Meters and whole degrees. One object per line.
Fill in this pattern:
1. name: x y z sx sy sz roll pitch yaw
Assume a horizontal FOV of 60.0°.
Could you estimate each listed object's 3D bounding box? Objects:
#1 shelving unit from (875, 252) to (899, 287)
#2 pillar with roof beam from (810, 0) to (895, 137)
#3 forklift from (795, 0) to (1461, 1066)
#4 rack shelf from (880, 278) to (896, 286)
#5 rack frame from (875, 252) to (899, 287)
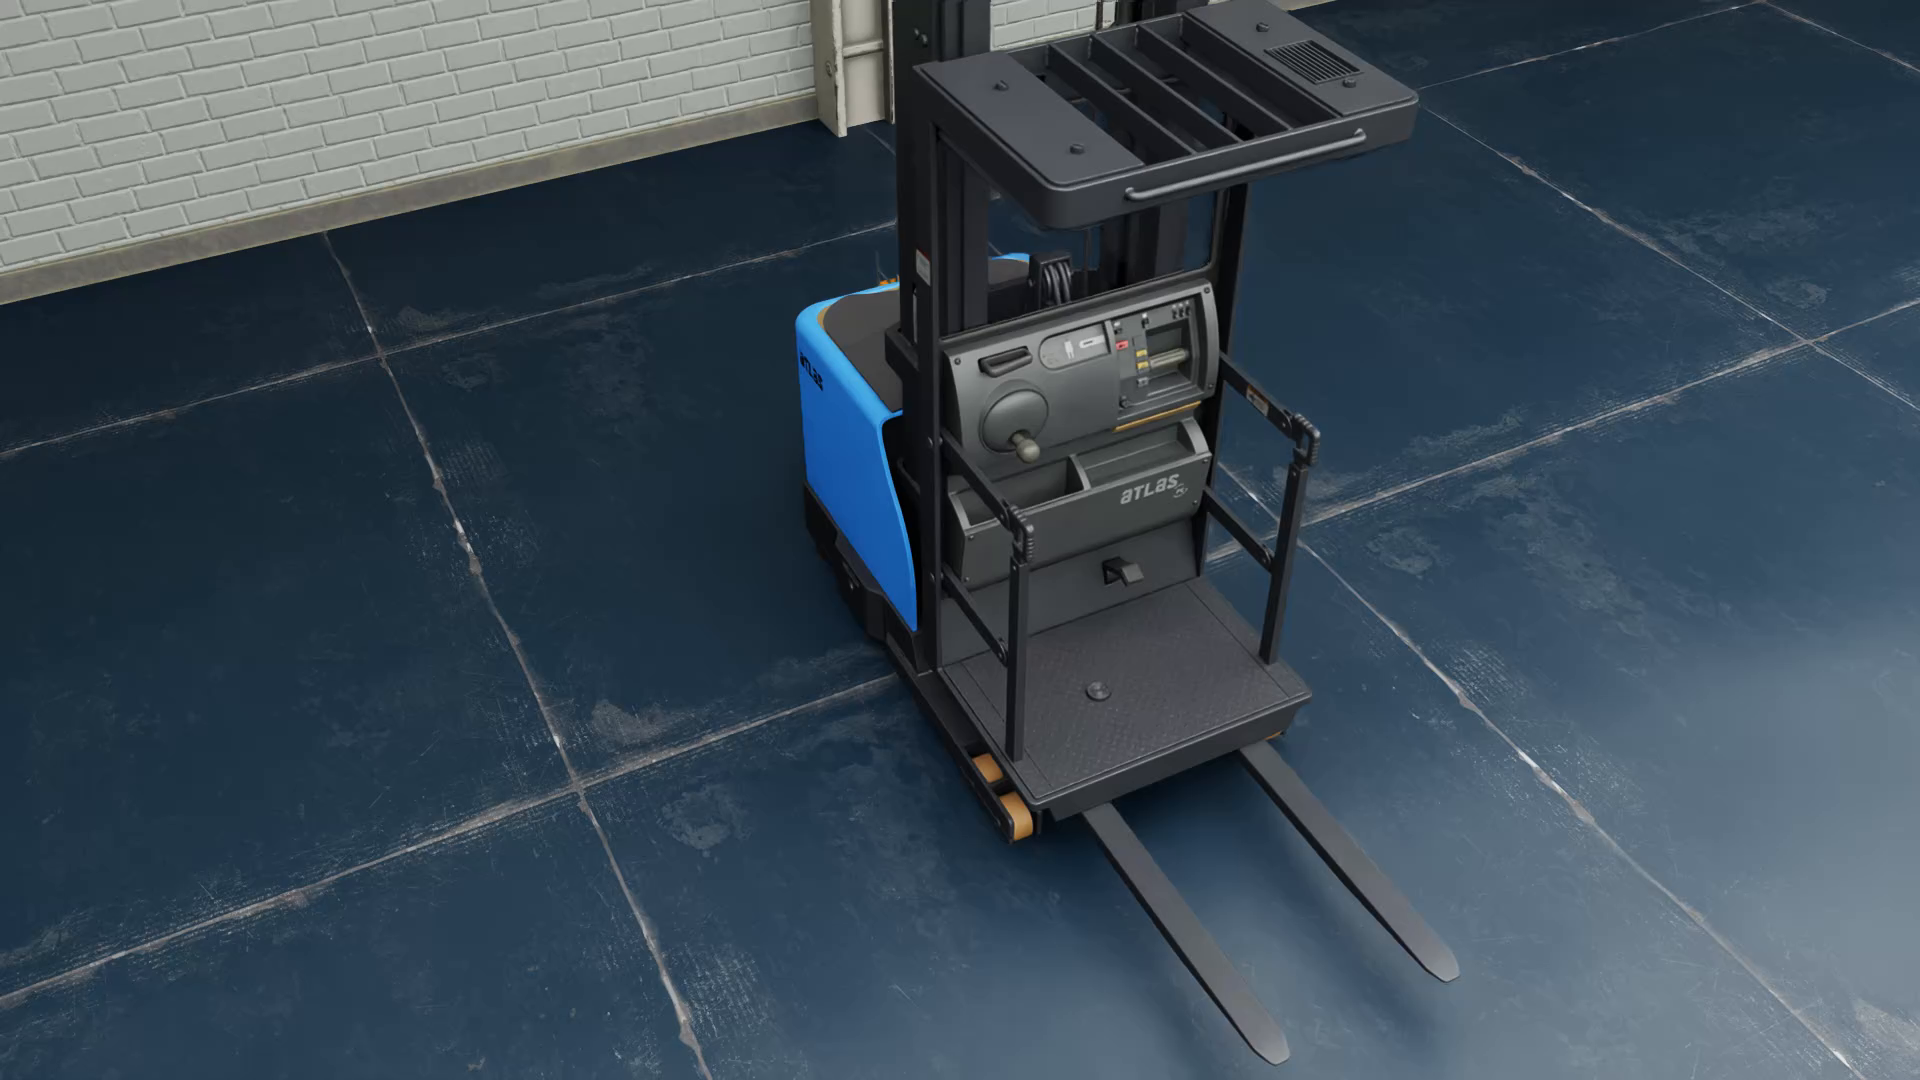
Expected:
1. shelving unit: -0.171 -0.695 6.758 0.252 1.050 0.215 -18 43 -20
2. pillar with roof beam: 1.401 -3.404 3.806 0.400 9.000 9.100 -19 44 -21
3. forklift: 0.494 -0.444 5.006 1.130 2.935 3.031 -18 43 -20
4. rack shelf: -0.171 -0.904 6.582 0.240 0.259 0.215 -18 43 -20
5. rack frame: -0.280 -0.659 6.716 0.008 1.050 0.200 -18 43 -20
